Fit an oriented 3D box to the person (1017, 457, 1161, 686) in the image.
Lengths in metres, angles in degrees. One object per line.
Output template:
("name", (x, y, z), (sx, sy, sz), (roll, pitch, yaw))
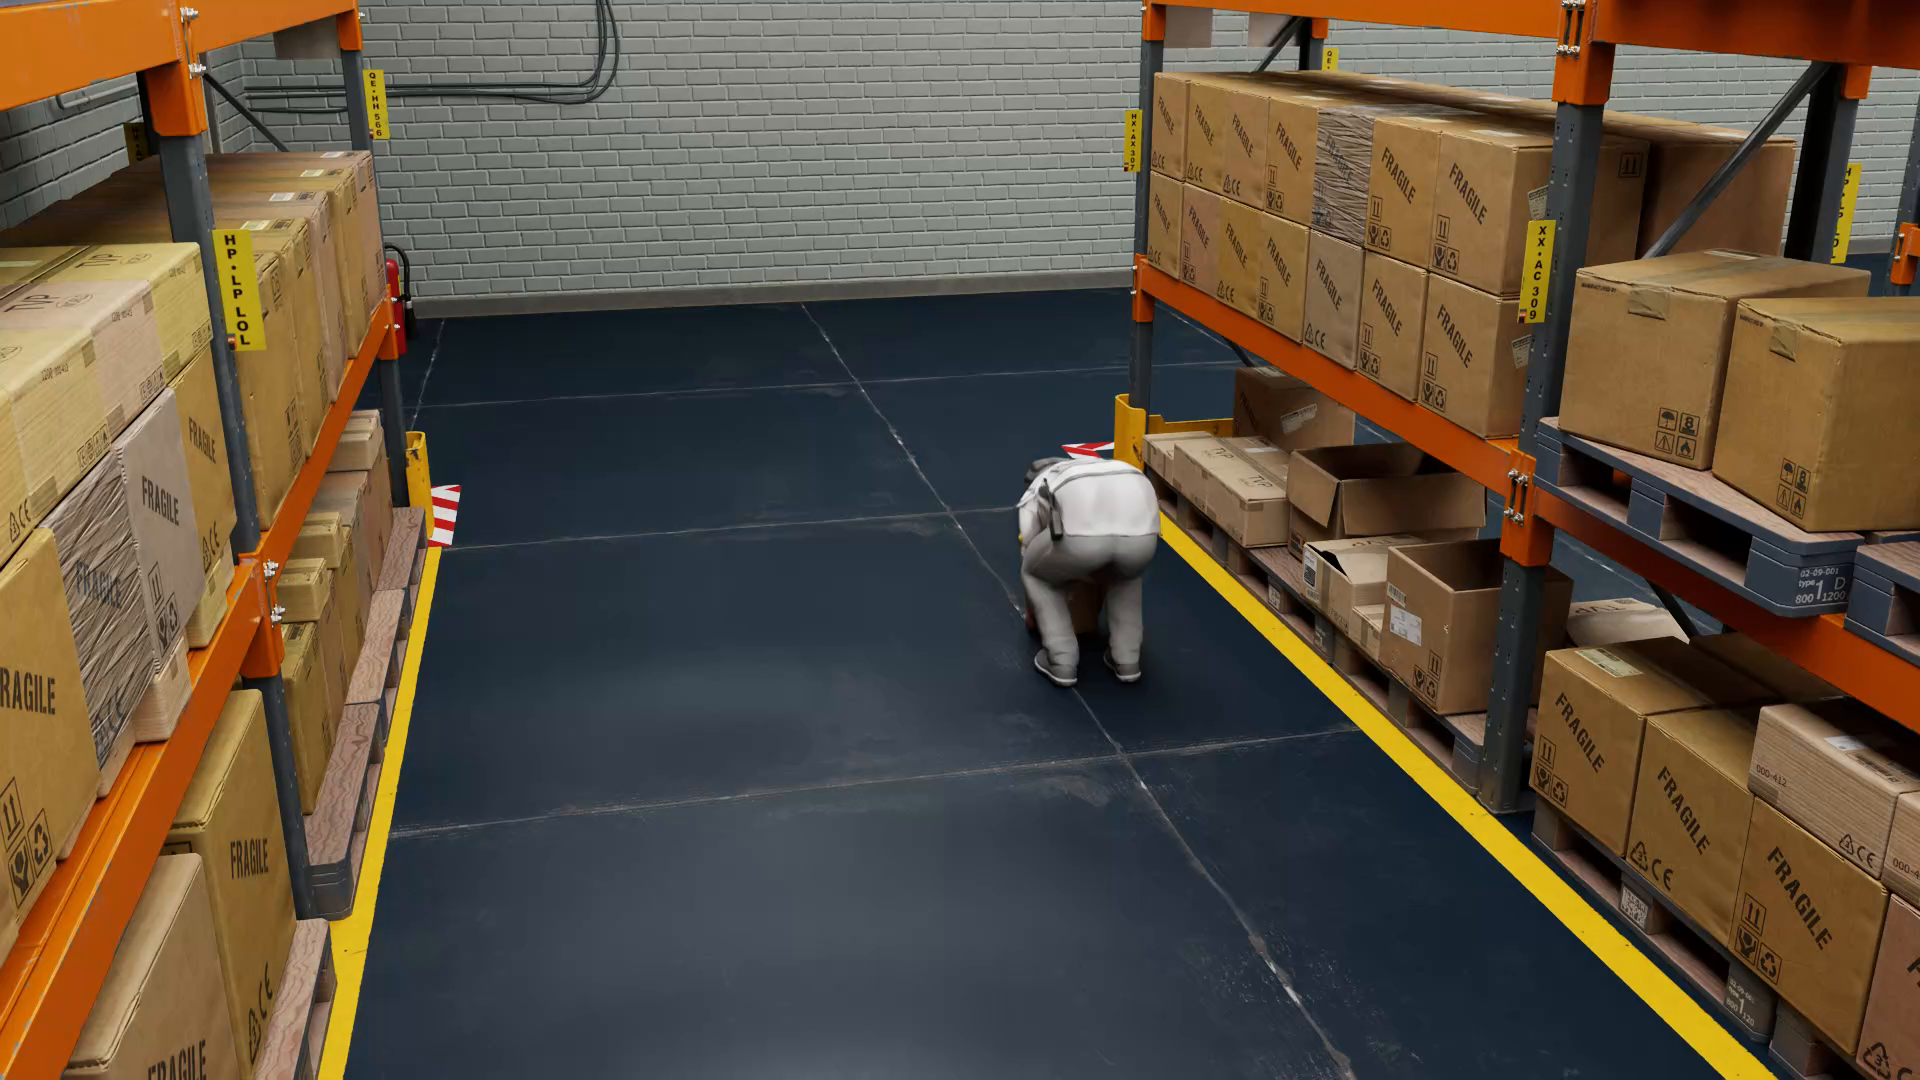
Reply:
("person", (0.521, 0.064, 7.099), (0.526, 0.939, 1.023), (-4, 20, -12))
